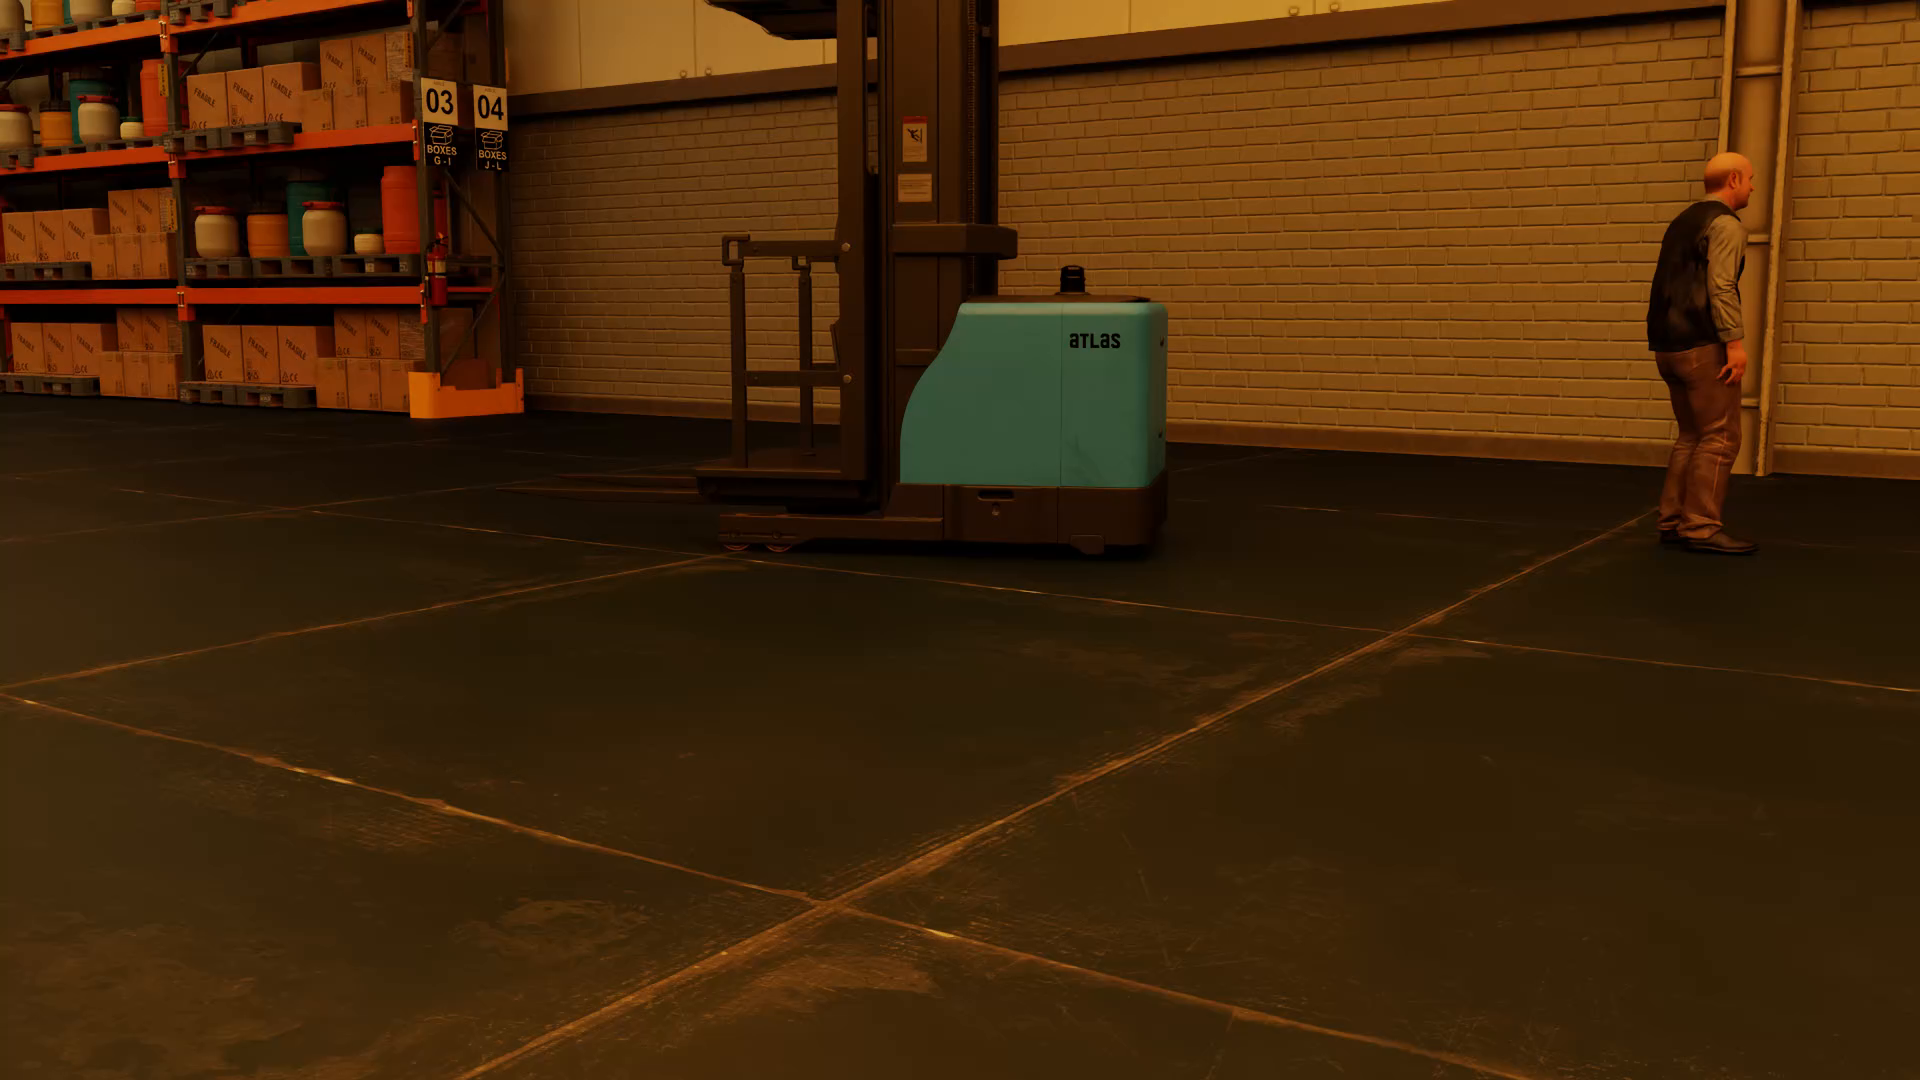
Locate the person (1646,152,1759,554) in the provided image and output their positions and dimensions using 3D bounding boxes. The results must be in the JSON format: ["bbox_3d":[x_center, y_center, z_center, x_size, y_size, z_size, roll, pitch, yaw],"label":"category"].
[{"bbox_3d":[3.250,-0.824,7.296,0.427,1.719,0.584,0,8,2],"label":"person"}]

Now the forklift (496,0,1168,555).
[{"bbox_3d":[-0.596,-1.469,7.520,3.031,2.935,1.130,2,8,12],"label":"forklift"}]
